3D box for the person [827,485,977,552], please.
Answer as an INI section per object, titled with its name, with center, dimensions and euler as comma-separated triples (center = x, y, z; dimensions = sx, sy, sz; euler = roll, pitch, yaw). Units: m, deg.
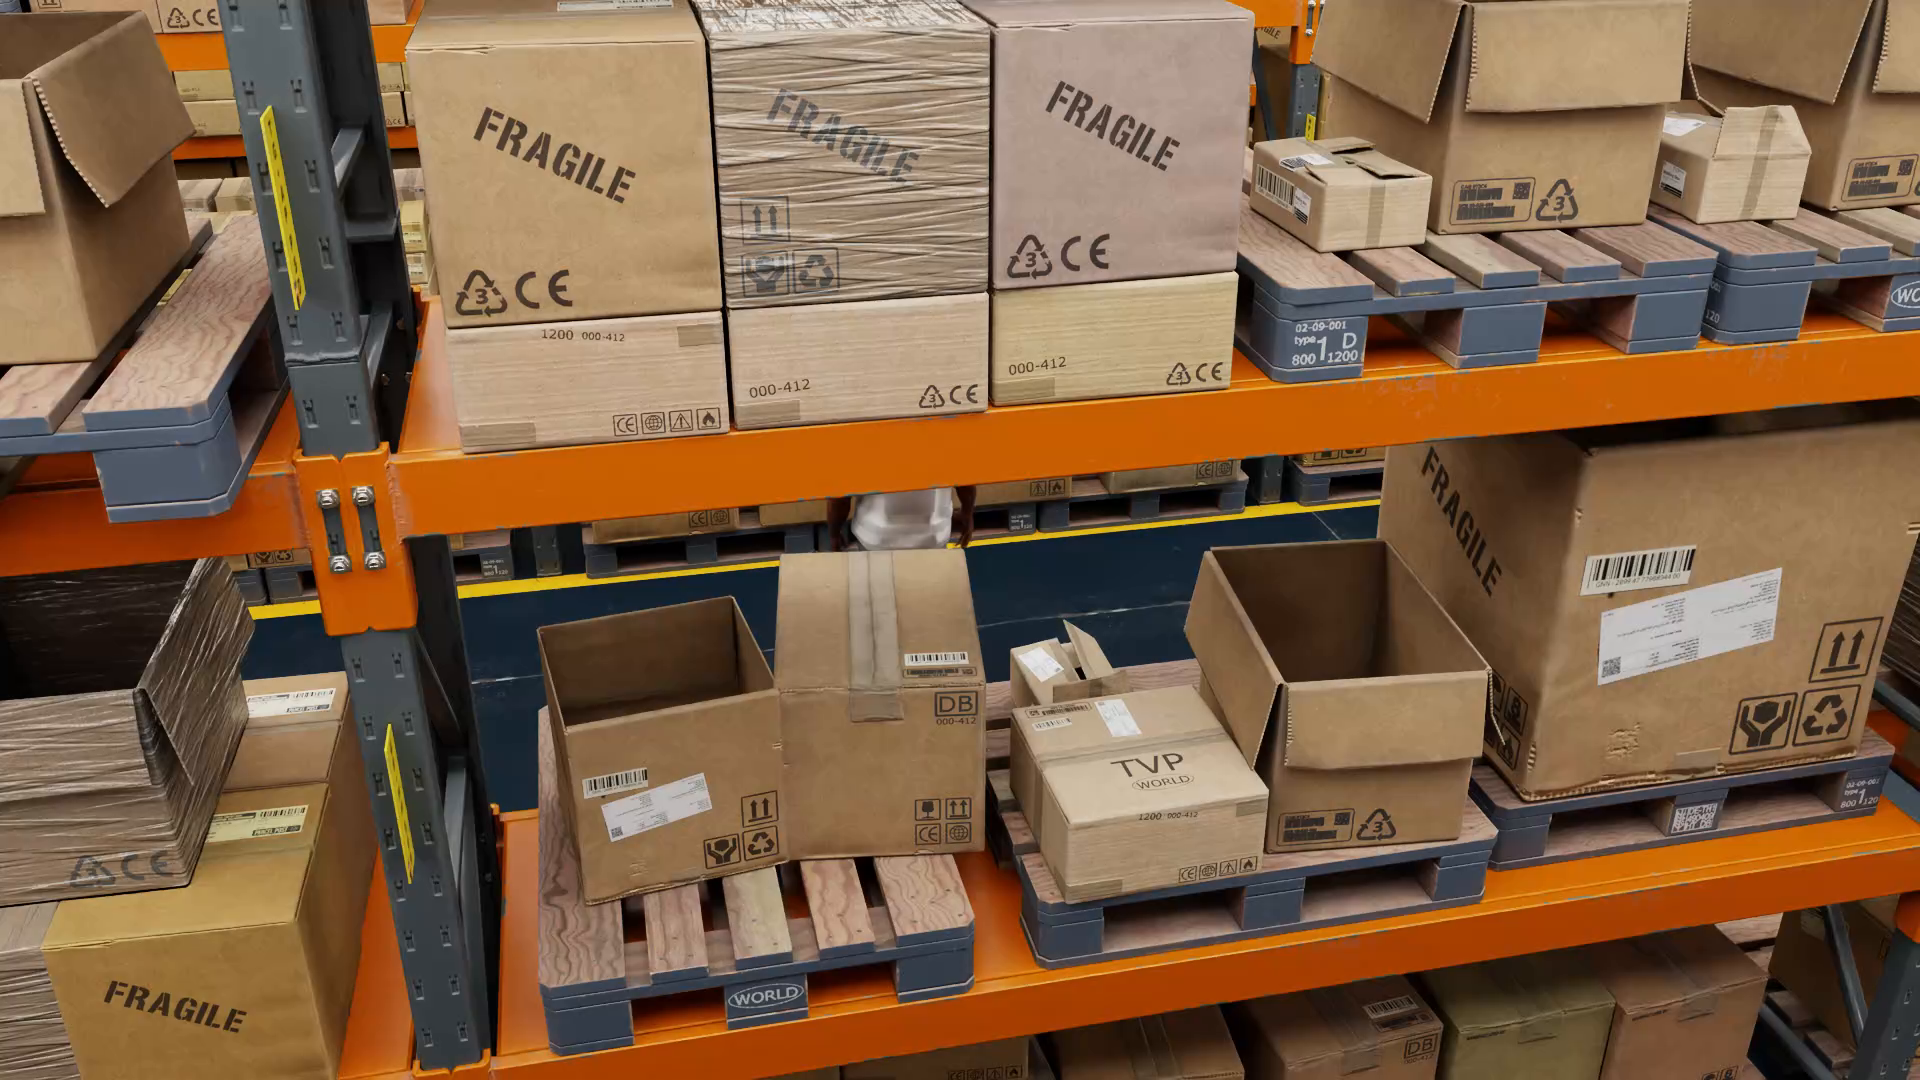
[person]
center = -0.264, -0.065, 7.198
dimensions = 0.651, 1.766, 0.576
euler = -6, 27, -12
